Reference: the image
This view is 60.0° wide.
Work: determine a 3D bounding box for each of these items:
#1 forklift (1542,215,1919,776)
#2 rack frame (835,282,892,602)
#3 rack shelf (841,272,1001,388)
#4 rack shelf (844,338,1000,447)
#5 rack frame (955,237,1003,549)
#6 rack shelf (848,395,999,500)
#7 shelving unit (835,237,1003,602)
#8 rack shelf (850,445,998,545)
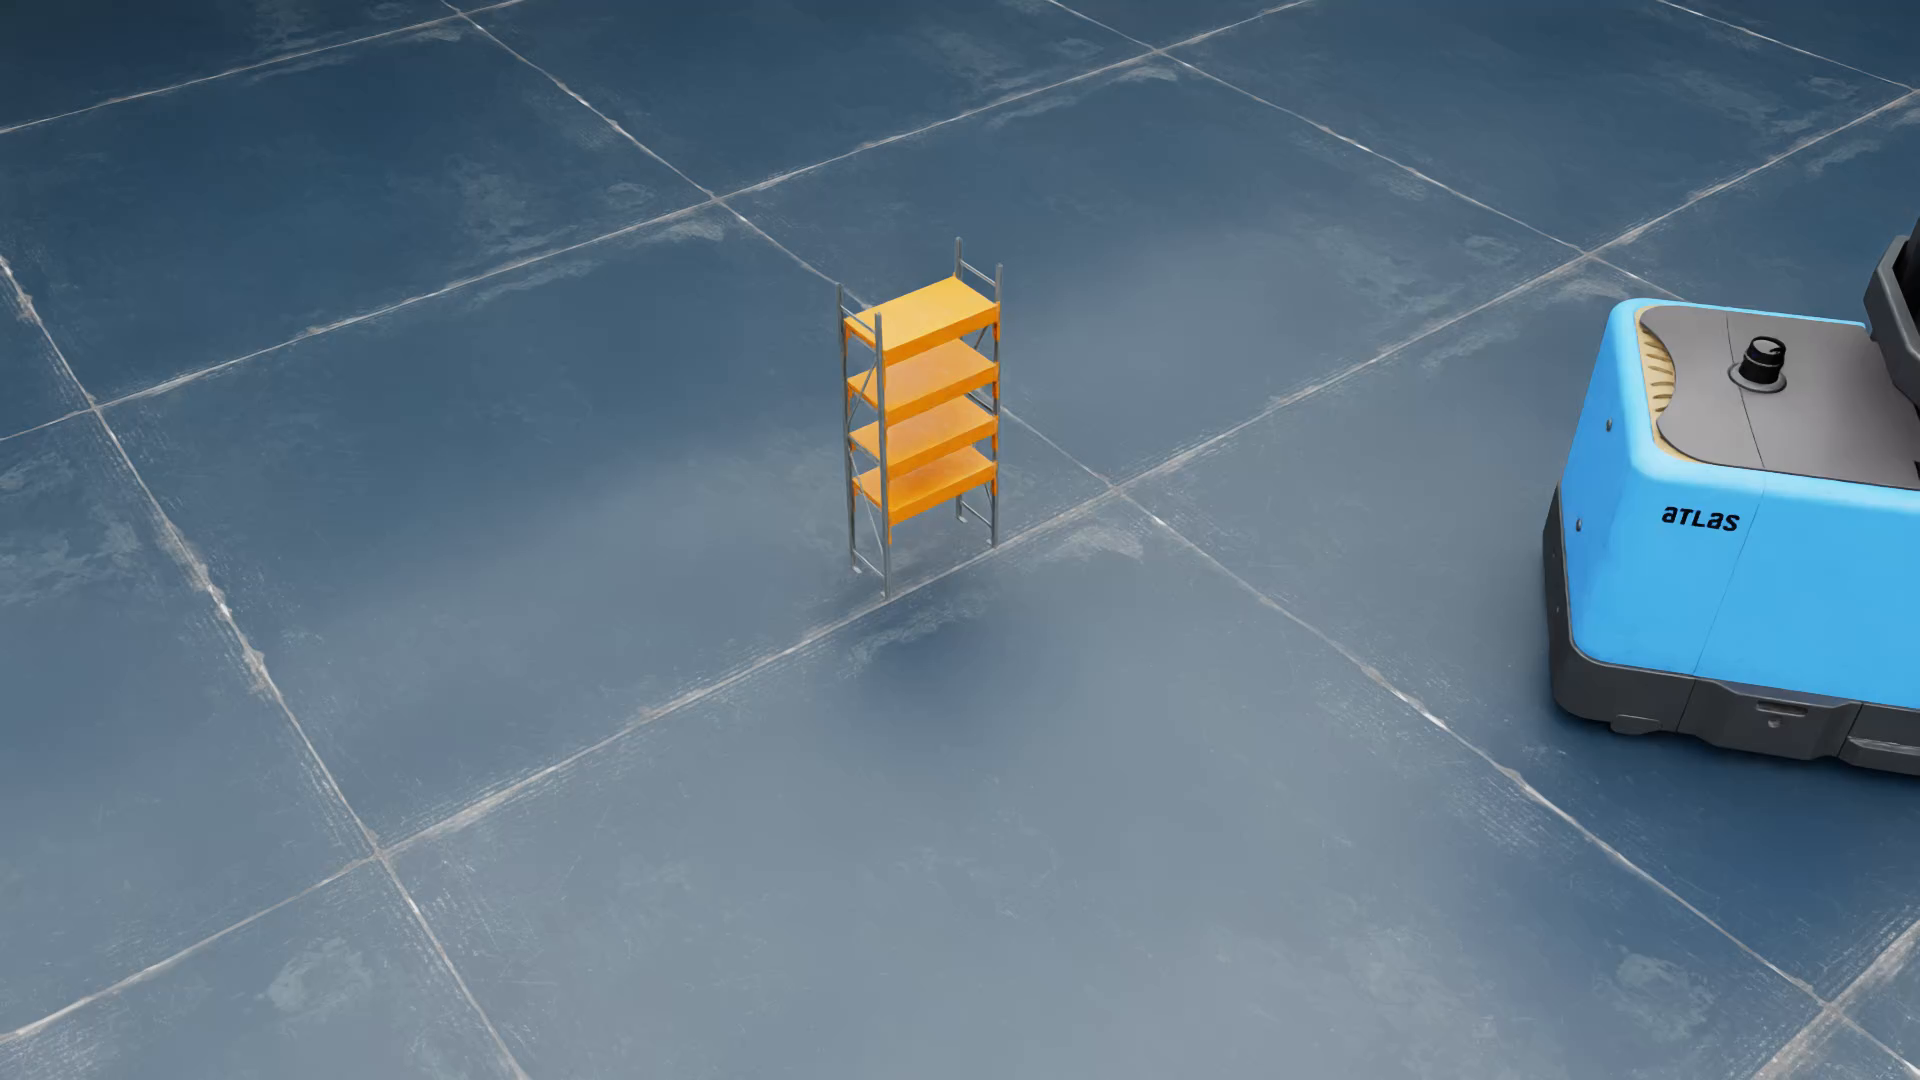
[{"bbox_3d":[3.539,-0.619,4.693,3.031,2.935,1.130,8,40,10],"label":"forklift"},{"bbox_3d":[-0.325,-0.306,5.677,0.015,1.200,0.240,-26,46,-28],"label":"rack frame"},{"bbox_3d":[-0.131,-0.704,5.542,0.480,0.148,0.258,-26,46,-28],"label":"rack shelf"},{"bbox_3d":[-0.131,-0.521,5.692,0.480,0.148,0.258,-26,46,-28],"label":"rack shelf"},{"bbox_3d":[0.062,-0.494,5.906,0.015,1.200,0.240,-26,46,-28],"label":"rack frame"},{"bbox_3d":[-0.131,-0.348,5.834,0.480,0.148,0.258,-26,46,-28],"label":"rack shelf"},{"bbox_3d":[-0.131,-0.400,5.791,0.503,1.200,0.258,-26,46,-28],"label":"shelving unit"},{"bbox_3d":[-0.131,-0.194,5.960,0.480,0.148,0.258,-26,46,-28],"label":"rack shelf"}]
